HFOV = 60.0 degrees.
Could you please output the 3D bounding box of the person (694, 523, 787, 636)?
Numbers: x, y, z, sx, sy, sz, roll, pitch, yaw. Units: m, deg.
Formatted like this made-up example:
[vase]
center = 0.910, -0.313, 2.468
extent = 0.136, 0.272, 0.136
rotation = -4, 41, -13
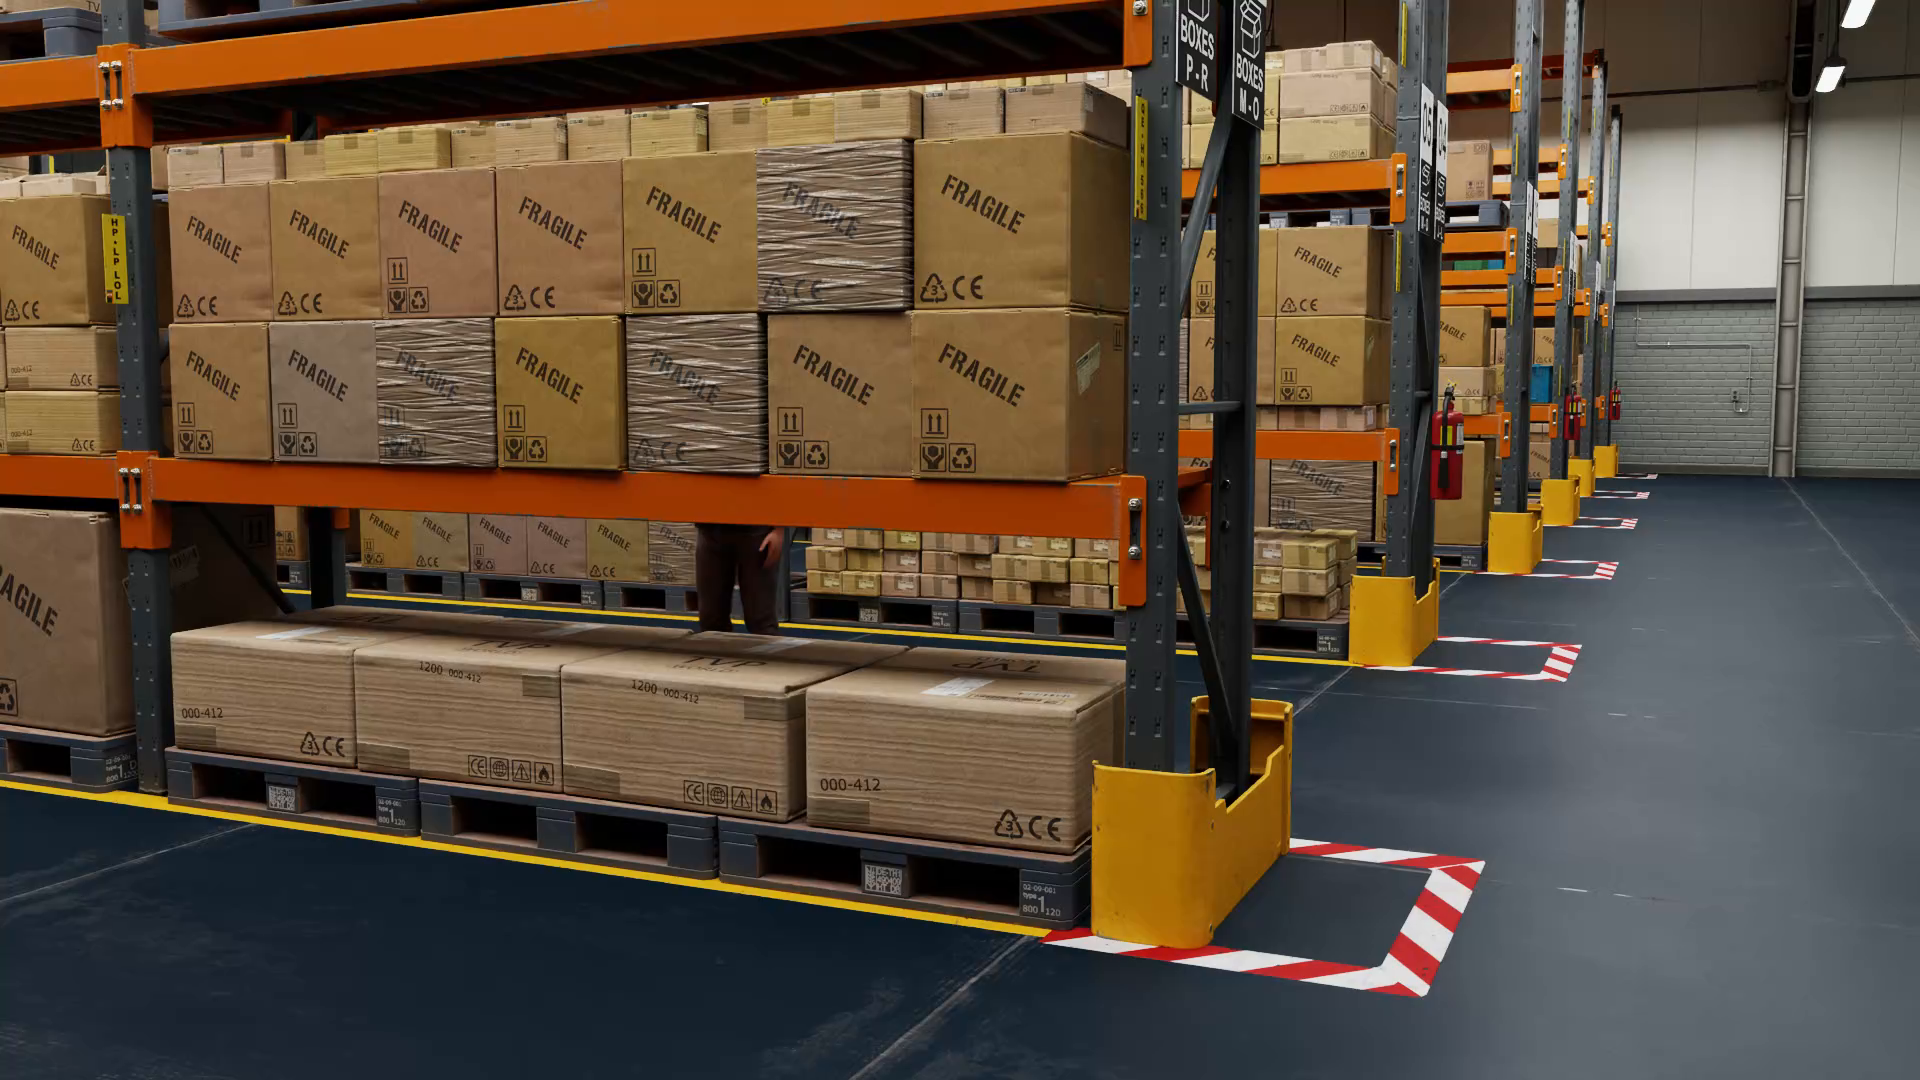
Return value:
[person]
center = -1.040, 0.035, 7.906
extent = 0.531, 1.642, 0.363
rotation = 3, 6, 25
